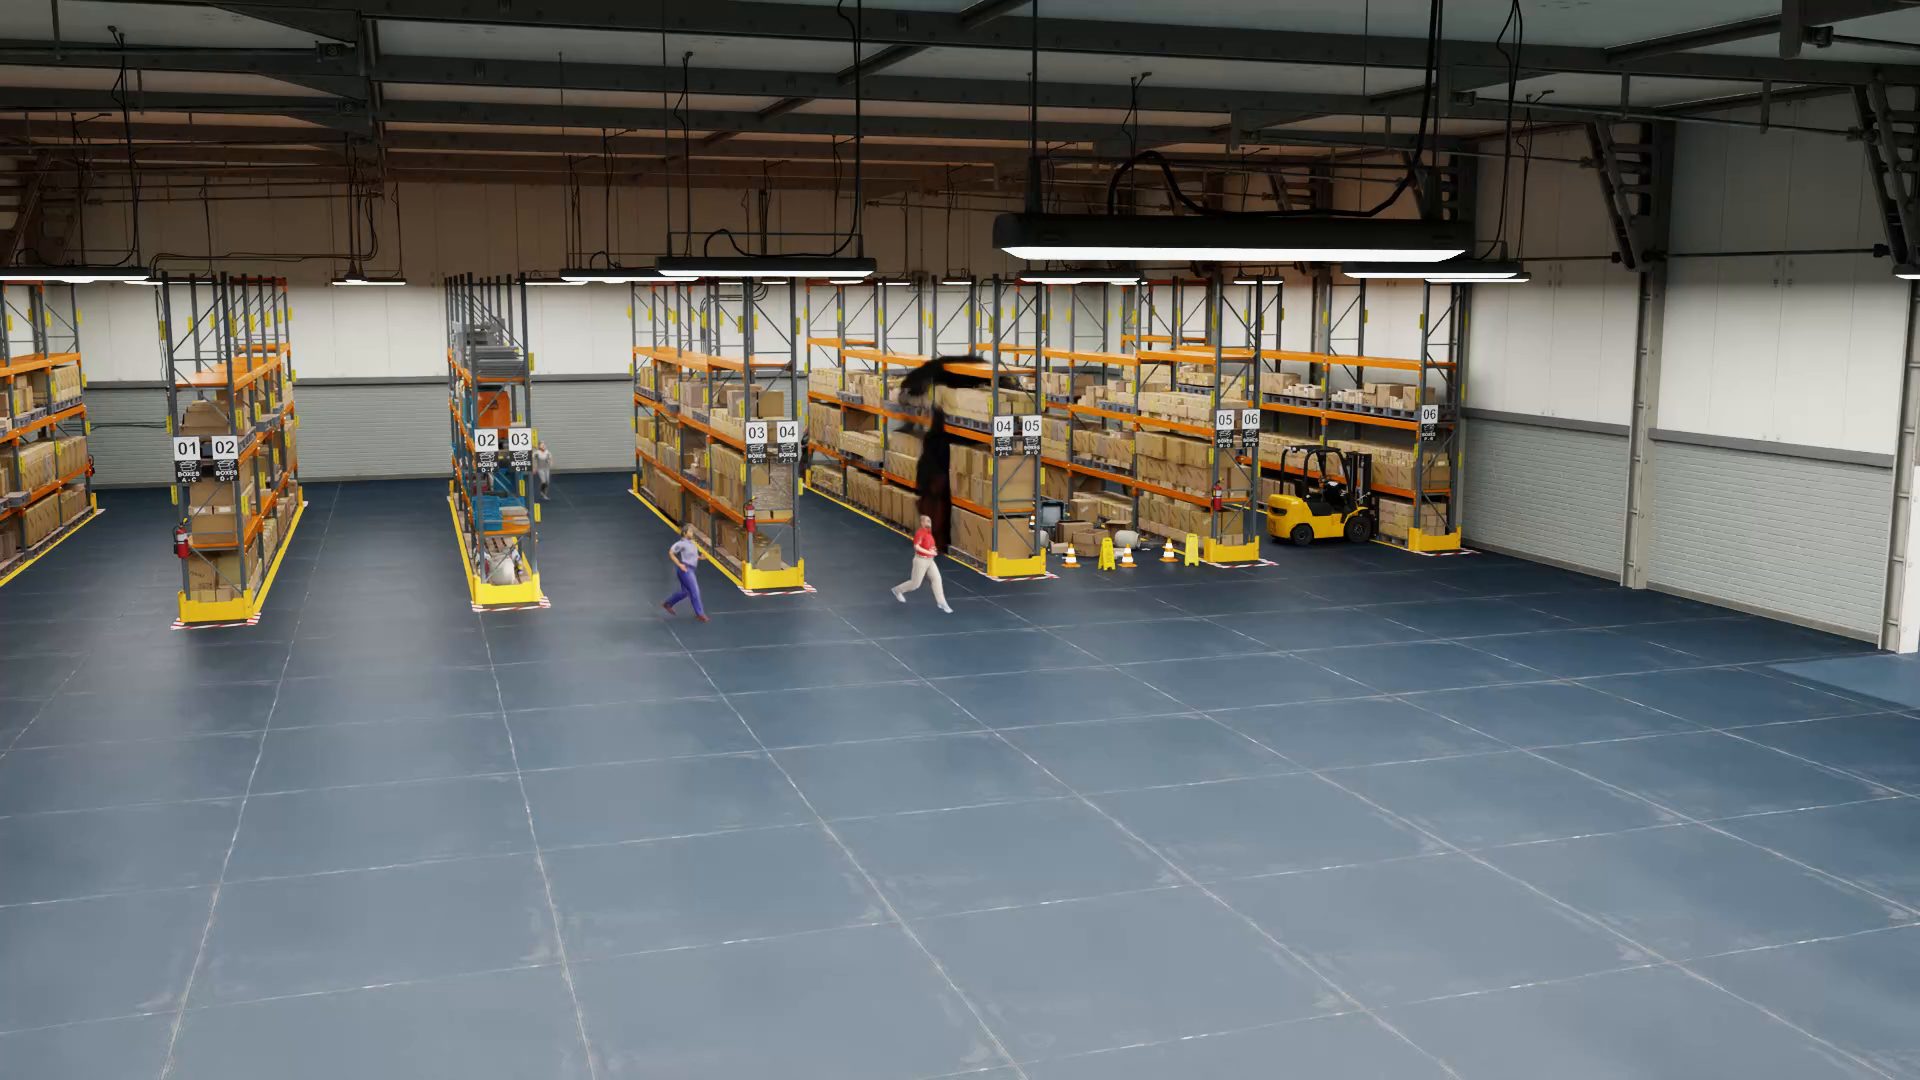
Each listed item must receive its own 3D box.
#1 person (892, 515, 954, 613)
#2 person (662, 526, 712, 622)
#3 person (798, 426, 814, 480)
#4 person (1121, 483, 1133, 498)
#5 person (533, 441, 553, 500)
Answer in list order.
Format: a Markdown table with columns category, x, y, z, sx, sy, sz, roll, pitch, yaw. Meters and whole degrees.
| category | x | y | z | sx | sy | sz | roll | pitch | yaw |
| --- | --- | --- | --- | --- | --- | --- | --- | --- | --- |
| person | -0.681 | 0.429 | 29.666 | 1.141 | 1.745 | 0.629 | 4 | 10 | 26 |
| person | -4.745 | 0.623 | 28.809 | 0.927 | 1.578 | 0.605 | 1 | 9 | 6 |
| person | -4.511 | -2.572 | 49.711 | 0.815 | 1.708 | 0.744 | -1 | 9 | -9 |
| person | 4.408 | -1.779 | 43.951 | 0.672 | 1.849 | 0.855 | -5 | 10 | -28 |
| person | -11.354 | -1.892 | 45.308 | 0.576 | 1.612 | 0.623 | -6 | 11 | -36 |
